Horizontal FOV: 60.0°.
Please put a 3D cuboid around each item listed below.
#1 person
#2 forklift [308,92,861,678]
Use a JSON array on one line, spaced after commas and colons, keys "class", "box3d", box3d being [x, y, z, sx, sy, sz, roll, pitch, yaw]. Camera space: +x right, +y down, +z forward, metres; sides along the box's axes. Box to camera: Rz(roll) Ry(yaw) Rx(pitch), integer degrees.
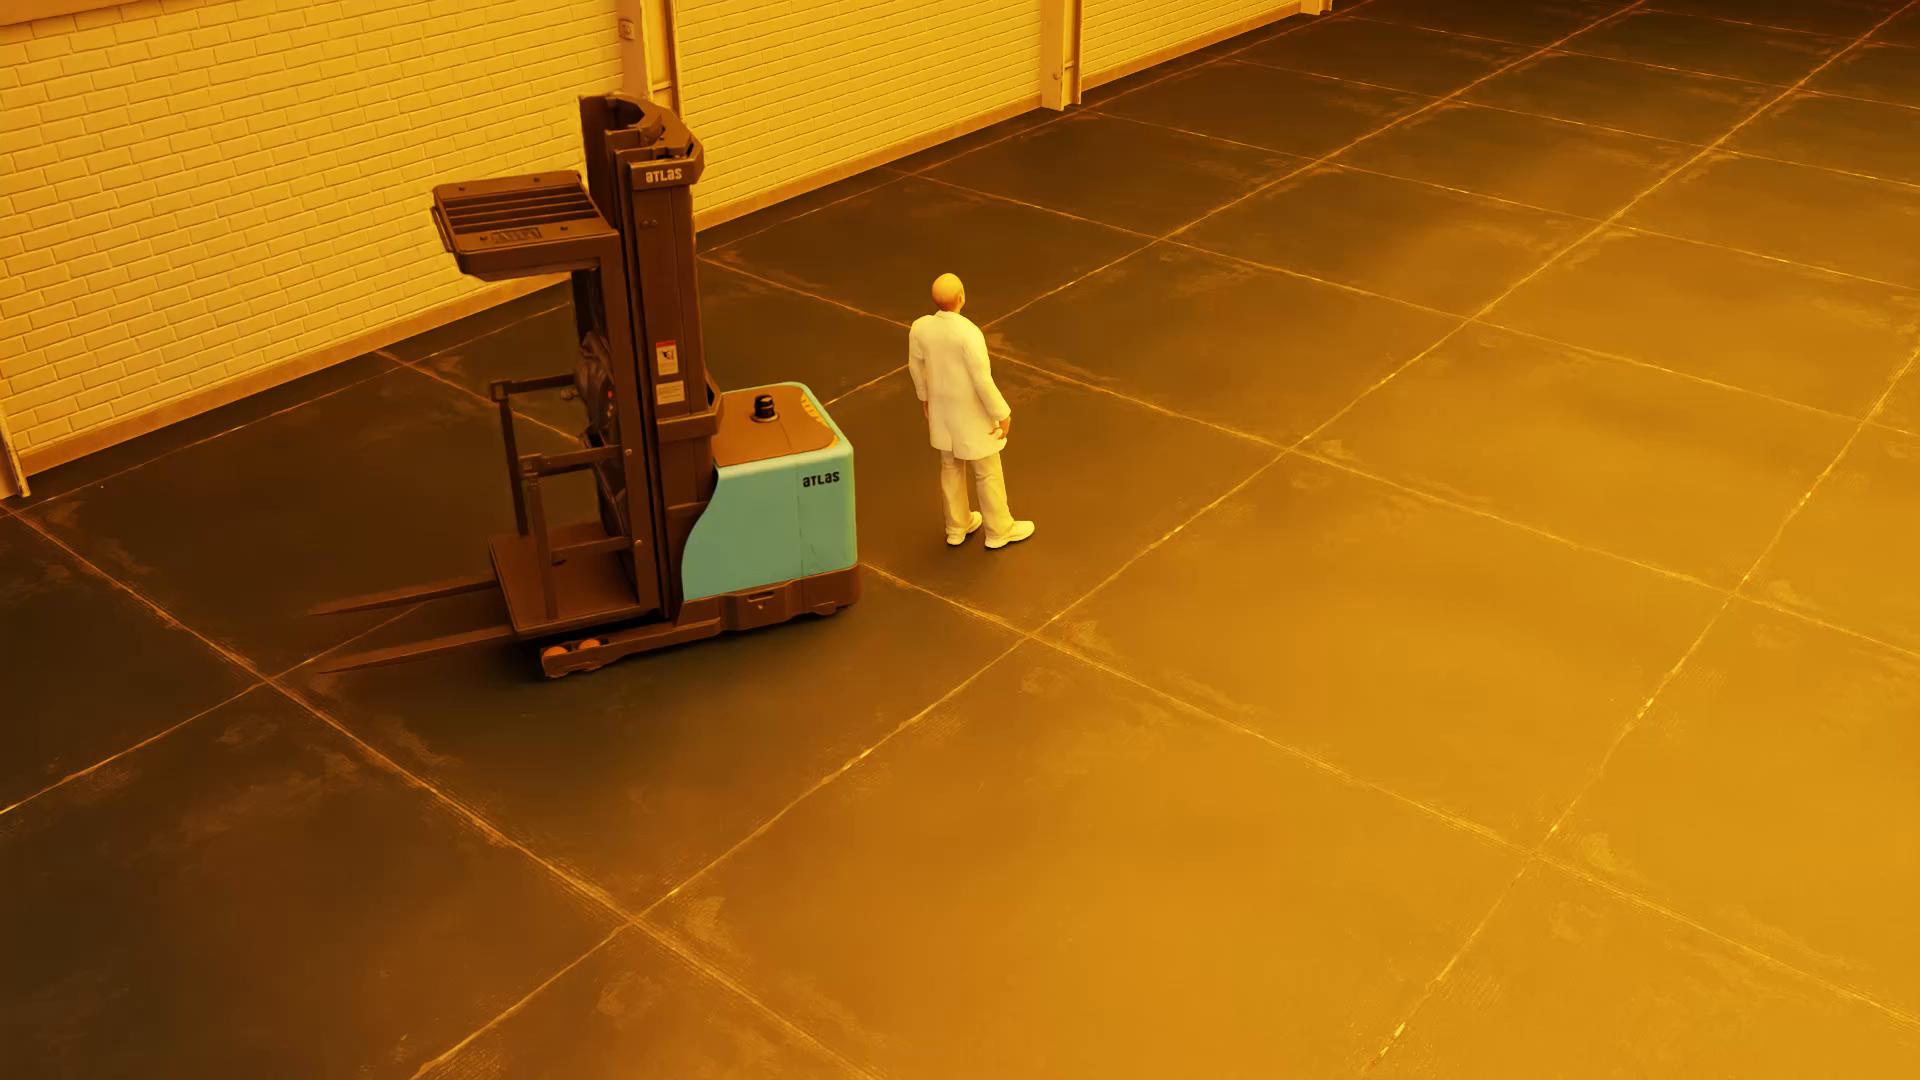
[{"class": "person", "box3d": [0.060, -0.808, 10.106, 0.694, 1.776, 0.581, 22, 37, 33]}, {"class": "forklift", "box3d": [-2.153, -0.808, 8.977, 3.031, 2.935, 1.130, -11, 32, -19]}]
